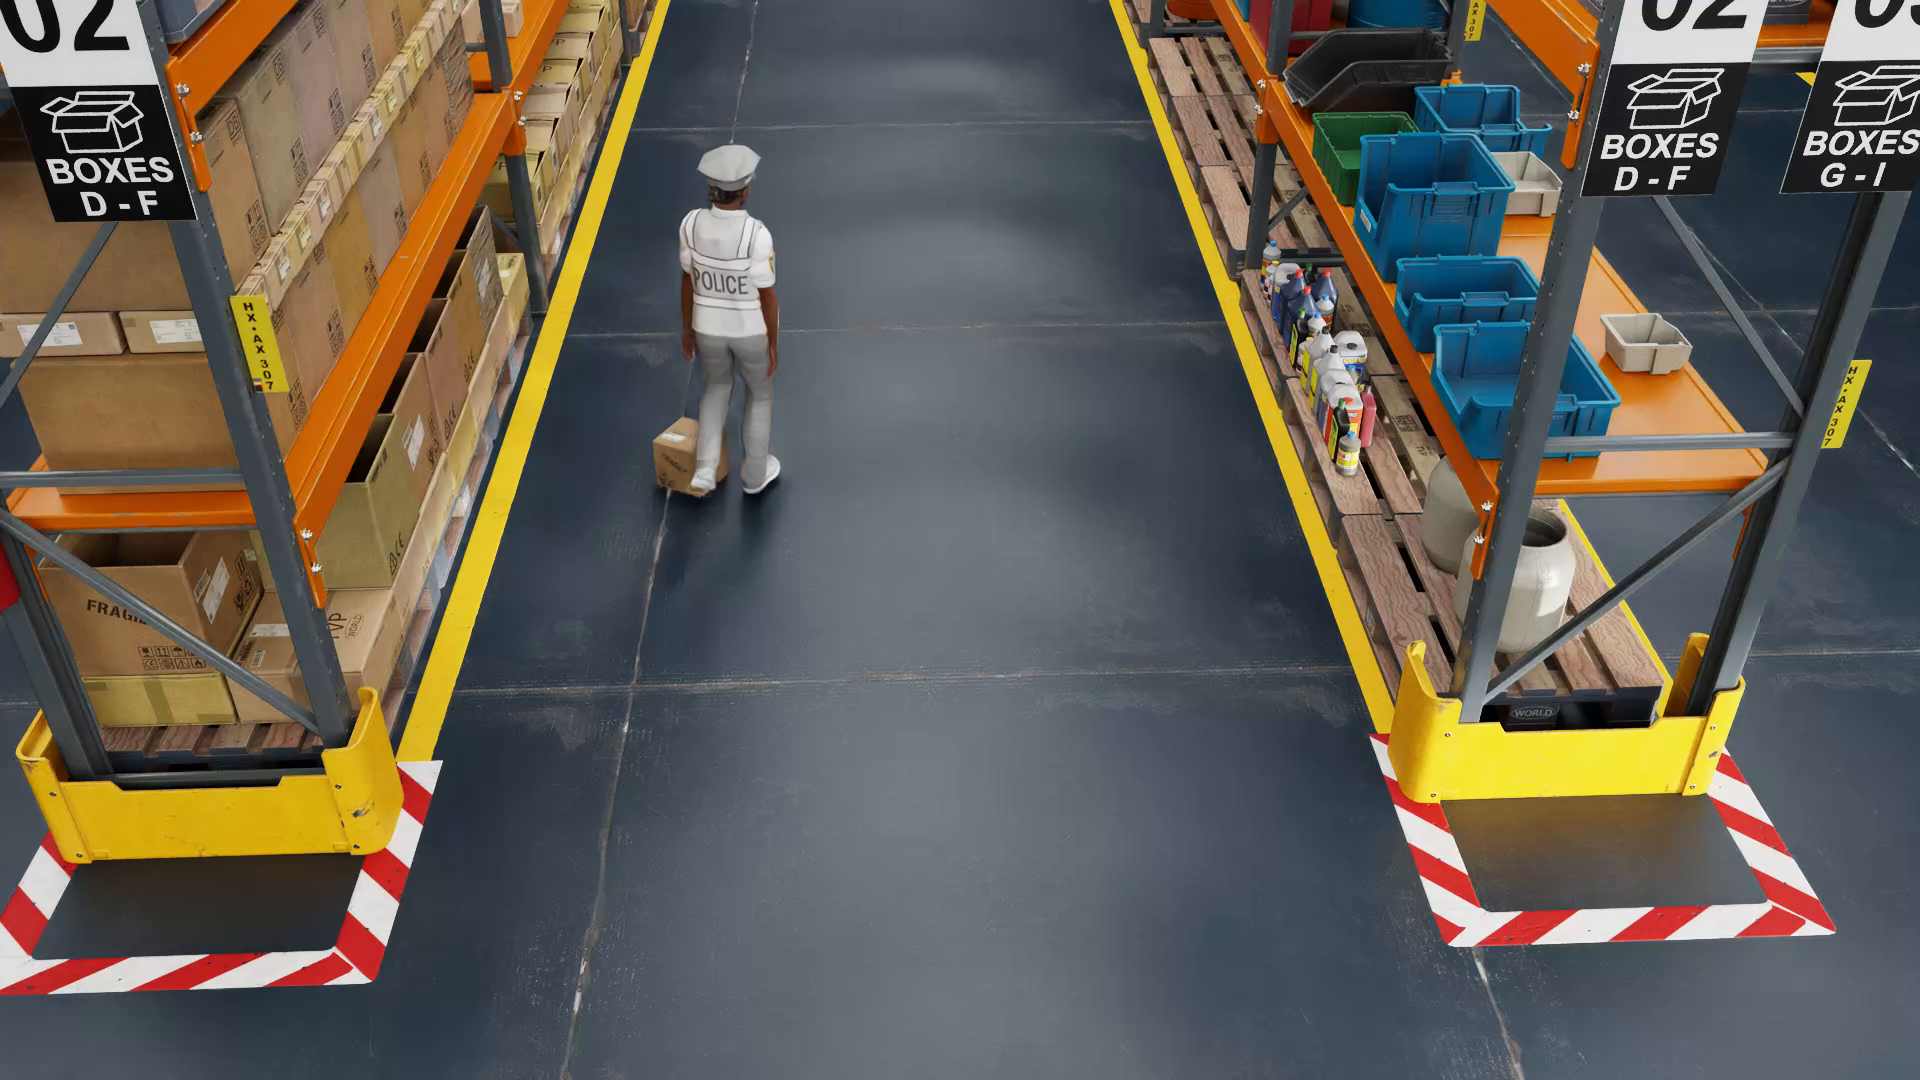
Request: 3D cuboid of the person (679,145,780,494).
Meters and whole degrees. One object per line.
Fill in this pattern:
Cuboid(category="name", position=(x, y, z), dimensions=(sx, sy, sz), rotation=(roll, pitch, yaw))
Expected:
Cuboid(category="person", position=(-1.031, -0.906, 7.379), dimensions=(0.478, 1.655, 0.526), rotation=(9, 36, 12))
